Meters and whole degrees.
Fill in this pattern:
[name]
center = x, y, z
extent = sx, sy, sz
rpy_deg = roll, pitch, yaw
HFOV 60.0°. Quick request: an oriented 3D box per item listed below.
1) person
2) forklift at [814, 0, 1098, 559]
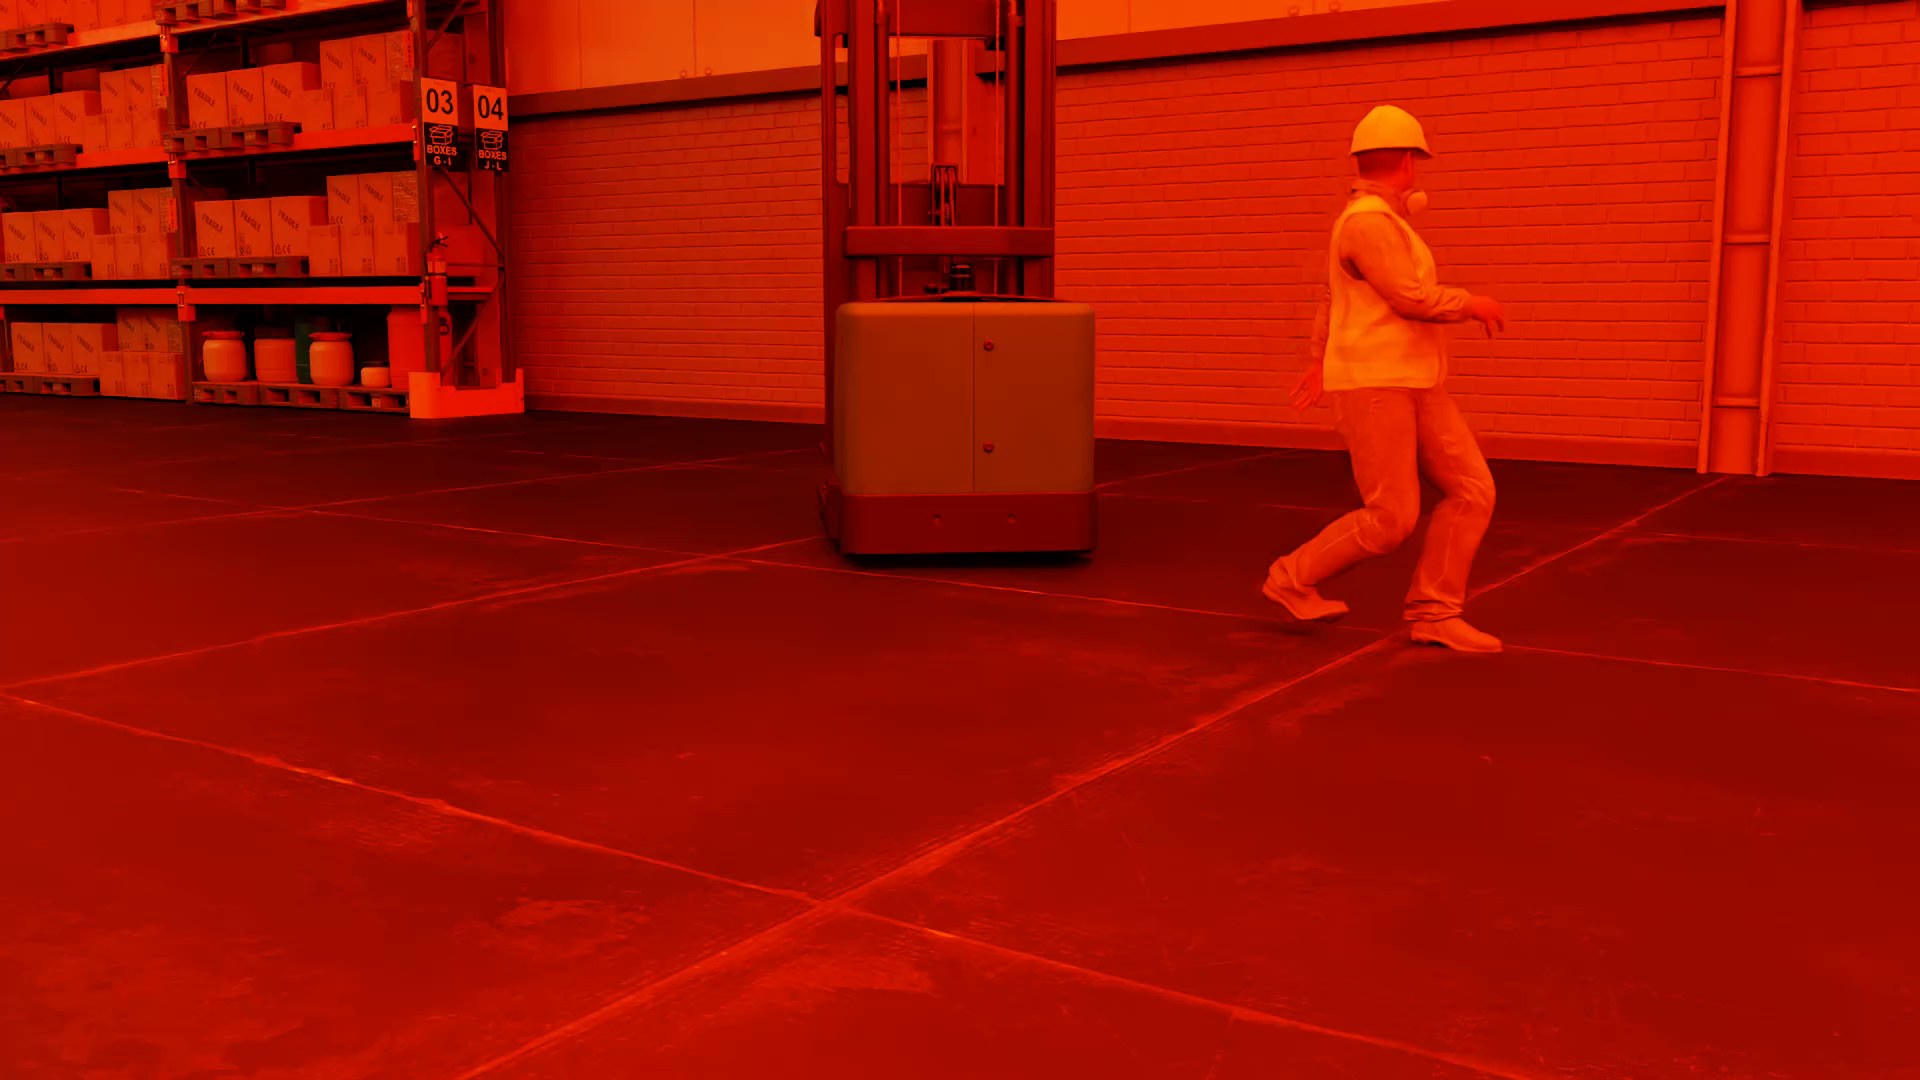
[person]
center = 1.351, -0.512, 5.286
extent = 0.824, 1.692, 0.582
rpy_deg = 5, 10, 33
[forklift]
center = -0.130, -1.541, 8.027
extent = 1.130, 2.935, 3.031
rpy_deg = -1, 8, -7
